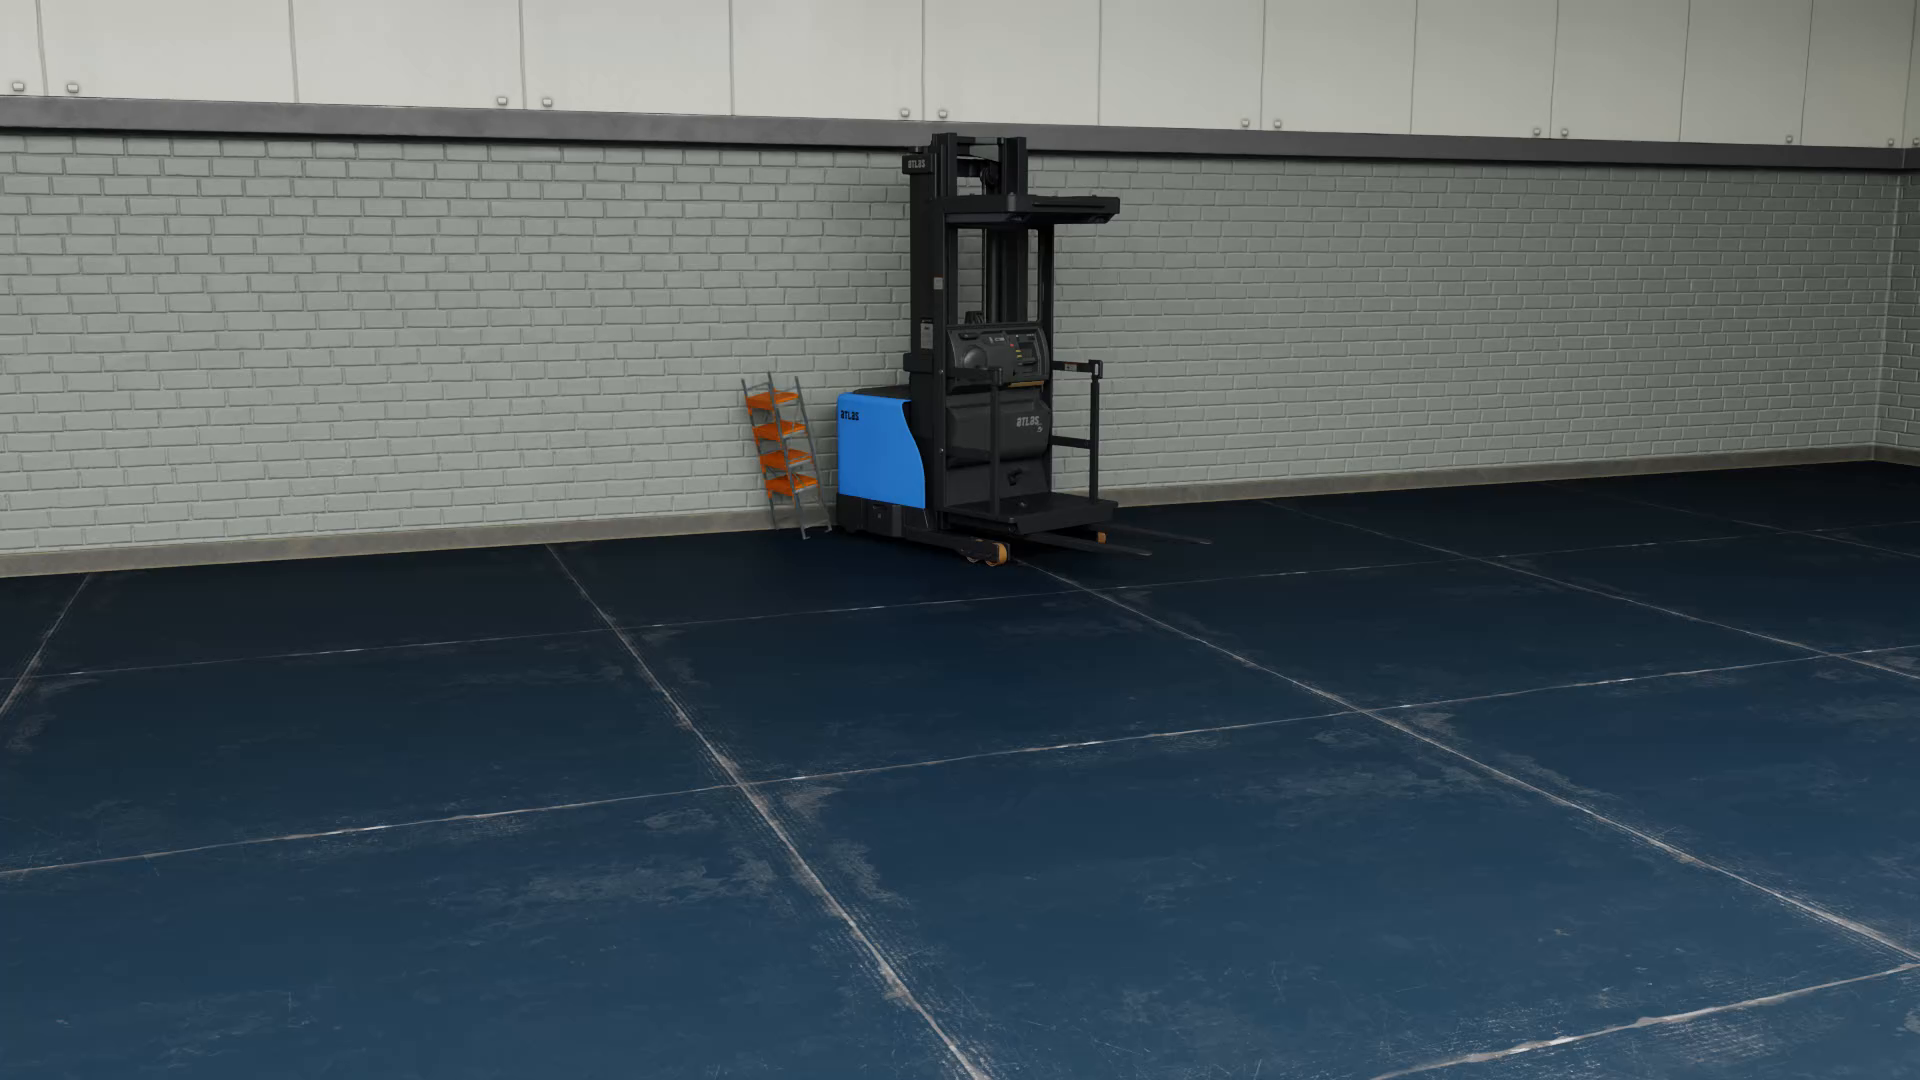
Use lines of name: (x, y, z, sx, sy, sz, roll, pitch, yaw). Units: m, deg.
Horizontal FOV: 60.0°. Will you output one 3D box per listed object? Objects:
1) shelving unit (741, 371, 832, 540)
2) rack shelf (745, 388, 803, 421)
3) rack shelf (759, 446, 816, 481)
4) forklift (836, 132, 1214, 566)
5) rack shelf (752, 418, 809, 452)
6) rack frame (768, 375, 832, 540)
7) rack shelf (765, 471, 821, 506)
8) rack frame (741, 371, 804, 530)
shelving unit: (-1.305, -0.641, 12.504, 0.258, 1.200, 0.503, -20, 18, -27)
rack shelf: (-1.379, -1.011, 12.394, 0.258, 0.148, 0.480, -20, 18, -27)
rack shelf: (-1.293, -0.578, 12.522, 0.258, 0.148, 0.480, -20, 18, -27)
forklift: (0.422, -1.362, 11.709, 1.130, 2.935, 3.031, -9, 14, -42)
rack shelf: (-1.335, -0.789, 12.460, 0.258, 0.148, 0.480, -20, 18, -27)
rack frame: (-1.182, -0.605, 12.296, 0.240, 1.200, 0.015, -20, 18, -27)
rack shelf: (-1.255, -0.391, 12.577, 0.258, 0.148, 0.480, -20, 18, -27)
rack frame: (-1.429, -0.678, 12.711, 0.240, 1.200, 0.015, -20, 18, -27)
